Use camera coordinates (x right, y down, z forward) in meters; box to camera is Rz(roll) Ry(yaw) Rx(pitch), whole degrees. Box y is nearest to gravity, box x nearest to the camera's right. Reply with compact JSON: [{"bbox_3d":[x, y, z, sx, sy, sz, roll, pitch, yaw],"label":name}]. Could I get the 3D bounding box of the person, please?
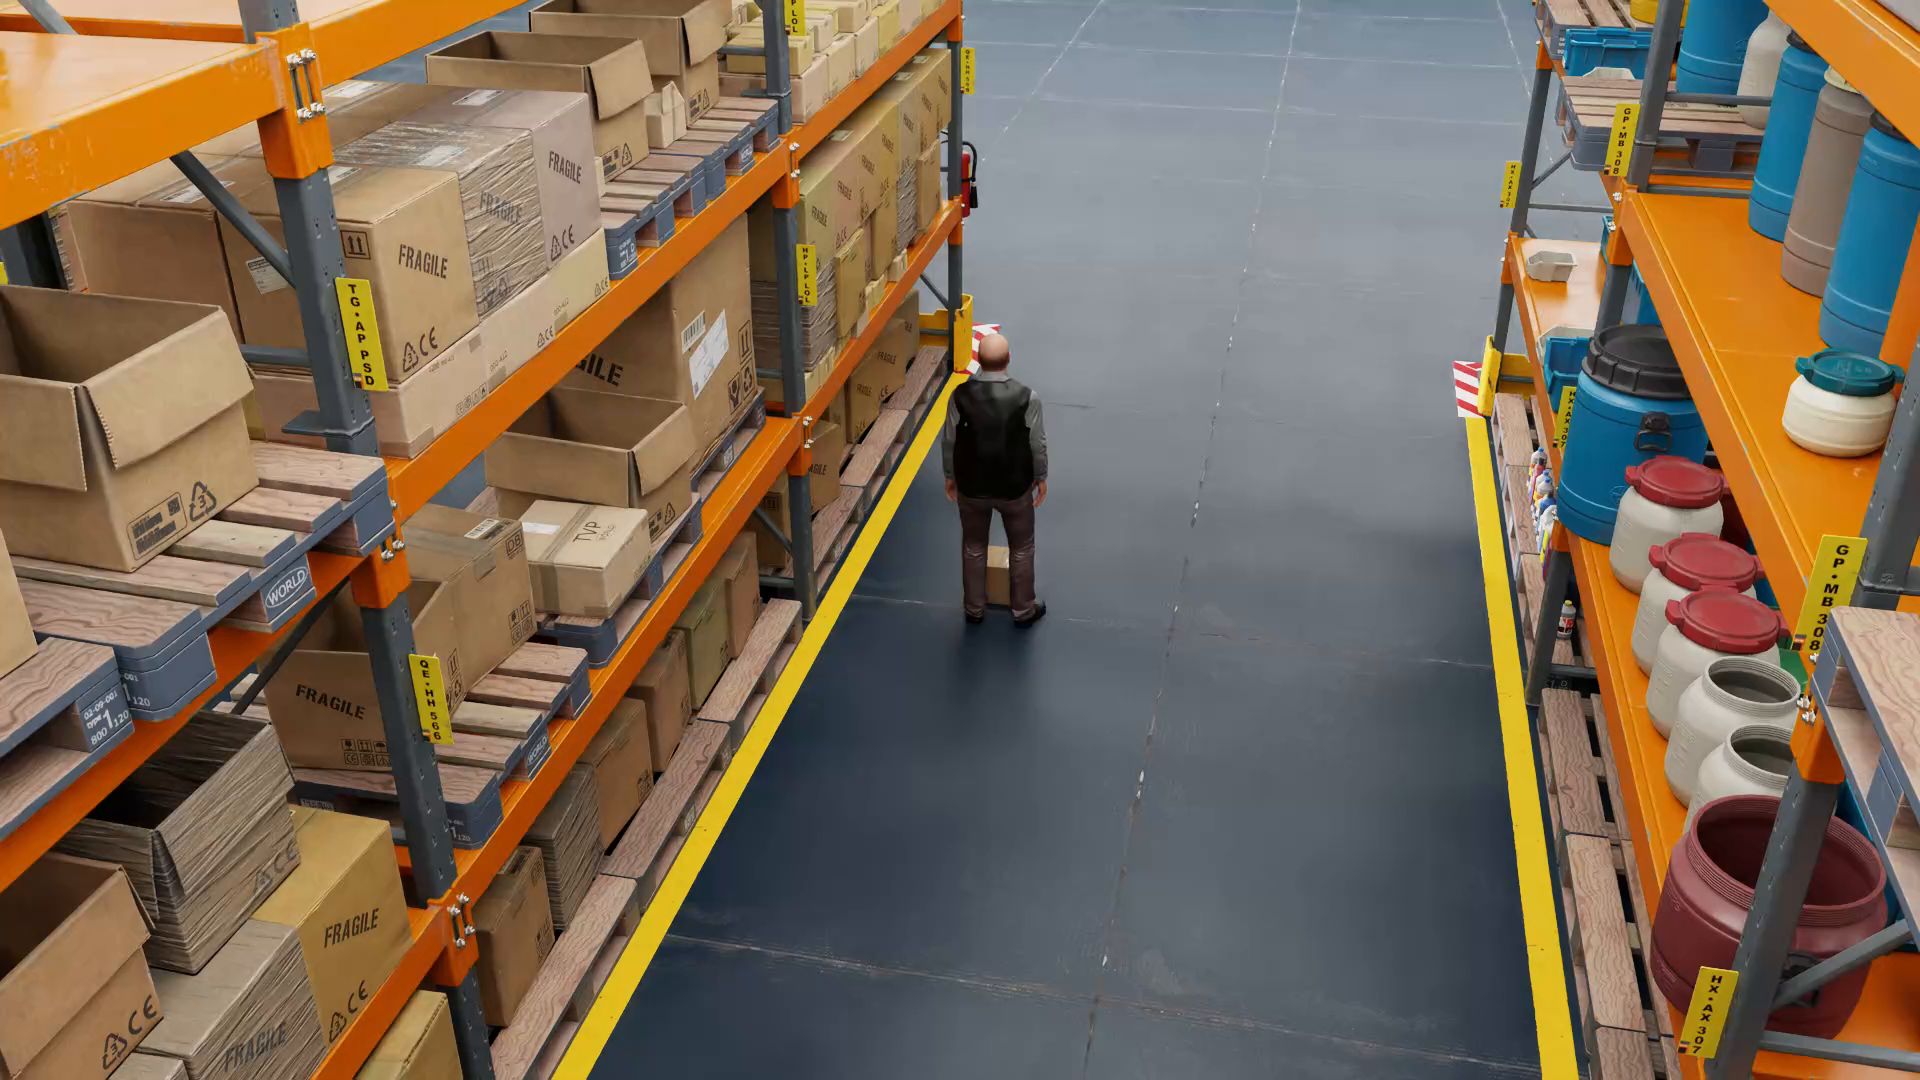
[{"bbox_3d":[0.193,-0.303,9.203,0.591,1.720,0.425,4,29,7],"label":"person"}]
